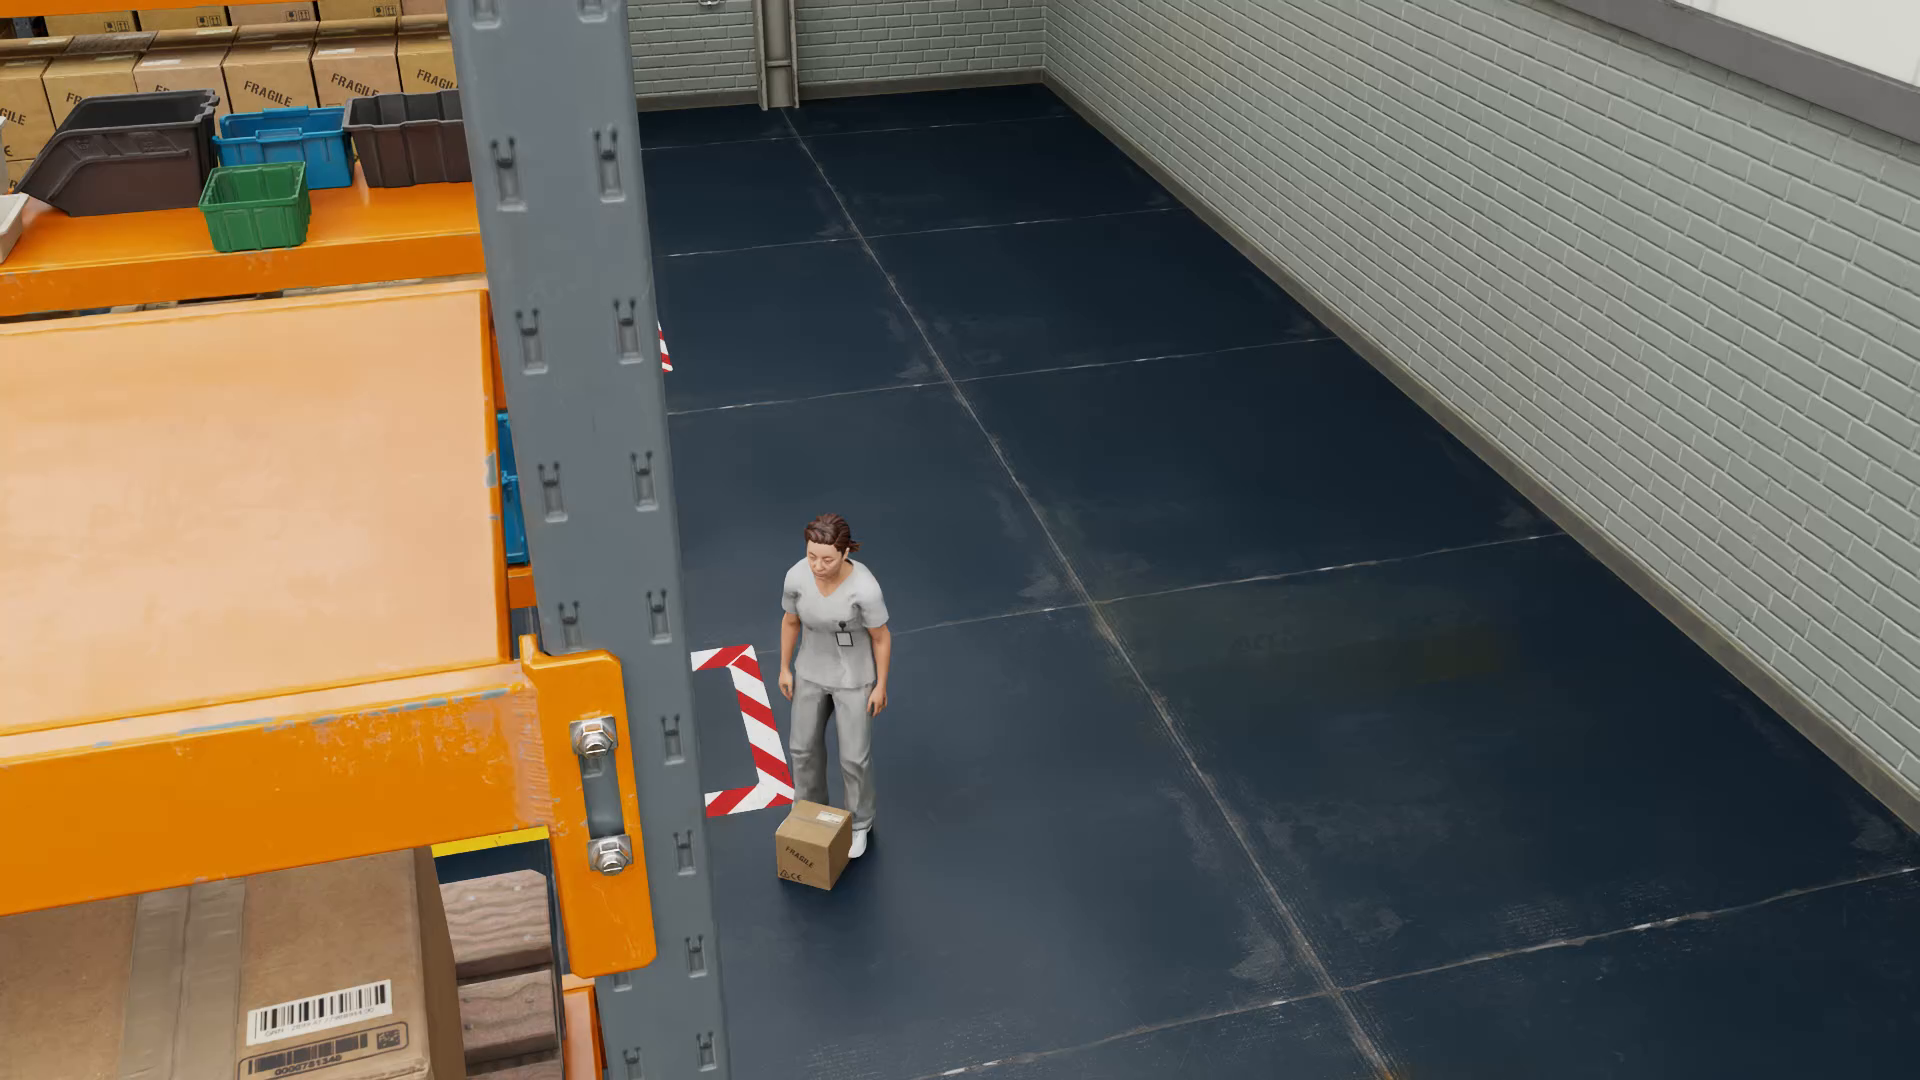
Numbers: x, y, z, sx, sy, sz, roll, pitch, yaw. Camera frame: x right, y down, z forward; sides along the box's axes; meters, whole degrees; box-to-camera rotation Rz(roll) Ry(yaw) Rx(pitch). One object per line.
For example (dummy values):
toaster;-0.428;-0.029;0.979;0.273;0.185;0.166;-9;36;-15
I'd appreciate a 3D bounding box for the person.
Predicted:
person;-0.547;0.601;7.107;0.514;1.672;0.363;10;32;16
